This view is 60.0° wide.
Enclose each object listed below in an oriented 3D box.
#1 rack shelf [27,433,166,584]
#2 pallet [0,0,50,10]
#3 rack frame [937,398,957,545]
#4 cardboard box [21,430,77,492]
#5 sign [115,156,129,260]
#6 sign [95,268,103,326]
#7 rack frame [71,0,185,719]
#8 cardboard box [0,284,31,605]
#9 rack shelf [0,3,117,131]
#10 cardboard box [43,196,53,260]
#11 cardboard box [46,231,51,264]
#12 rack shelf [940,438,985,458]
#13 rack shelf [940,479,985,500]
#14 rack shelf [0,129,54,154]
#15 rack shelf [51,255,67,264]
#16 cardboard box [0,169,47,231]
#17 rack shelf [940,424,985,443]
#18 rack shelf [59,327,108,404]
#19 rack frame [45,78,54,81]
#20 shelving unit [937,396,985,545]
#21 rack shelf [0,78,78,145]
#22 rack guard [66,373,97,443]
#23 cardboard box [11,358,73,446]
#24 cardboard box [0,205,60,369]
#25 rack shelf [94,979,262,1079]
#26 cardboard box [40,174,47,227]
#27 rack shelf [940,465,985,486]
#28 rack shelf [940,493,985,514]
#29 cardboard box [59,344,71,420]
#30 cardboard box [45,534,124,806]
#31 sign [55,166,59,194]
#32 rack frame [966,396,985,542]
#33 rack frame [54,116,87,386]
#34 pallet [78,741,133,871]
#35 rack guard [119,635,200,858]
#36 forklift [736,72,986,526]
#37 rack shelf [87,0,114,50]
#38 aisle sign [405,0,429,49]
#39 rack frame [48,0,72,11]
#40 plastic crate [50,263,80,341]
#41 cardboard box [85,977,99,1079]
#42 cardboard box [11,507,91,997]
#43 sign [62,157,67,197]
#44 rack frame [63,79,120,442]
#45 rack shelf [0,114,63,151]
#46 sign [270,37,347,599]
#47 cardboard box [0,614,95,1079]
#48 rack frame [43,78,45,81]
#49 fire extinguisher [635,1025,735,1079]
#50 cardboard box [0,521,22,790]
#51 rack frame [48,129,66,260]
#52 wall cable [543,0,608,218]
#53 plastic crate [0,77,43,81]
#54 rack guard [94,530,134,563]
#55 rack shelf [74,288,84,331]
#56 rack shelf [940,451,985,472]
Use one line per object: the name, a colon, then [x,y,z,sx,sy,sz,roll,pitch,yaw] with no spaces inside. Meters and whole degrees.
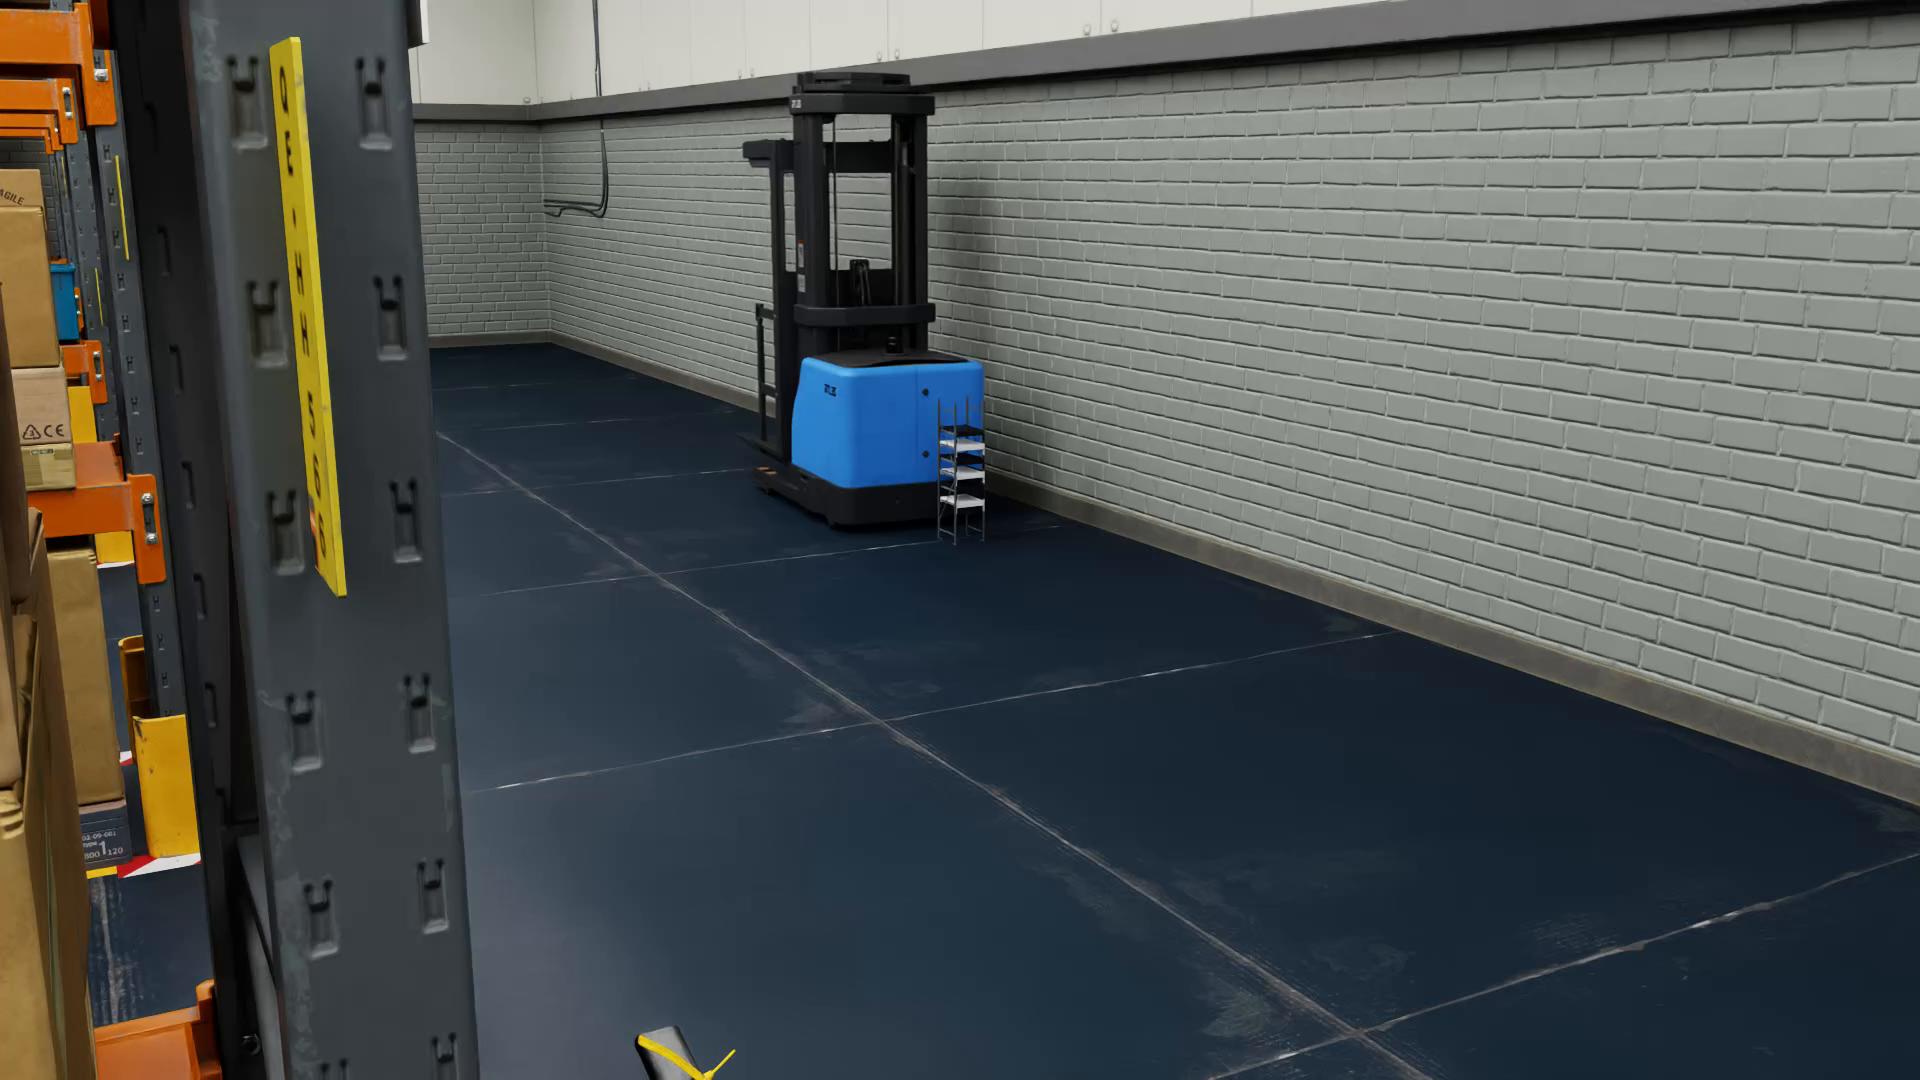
rack shelf: [-4.687,0.072,5.094,4.000,0.370,1.077,-7,14,-28]
pallet: [-3.578,-1.829,5.275,1.213,0.211,1.003,-7,14,-28]
rack frame: [-0.082,-0.429,10.467,0.006,0.900,0.240,-7,14,-28]
cardboard box: [-3.087,-0.265,5.529,0.250,0.149,0.380,-7,14,-27]
sign: [-2.684,-1.063,5.326,0.005,0.325,0.100,-7,14,-28]
sign: [-5.027,-1.419,9.710,0.005,0.325,0.100,-7,14,-28]
rack frame: [-2.932,-0.489,5.950,0.127,3.000,1.000,-7,14,-28]
cardboard box: [-1.165,-0.208,1.519,0.500,0.500,0.500,-7,14,-28]
rack shelf: [-4.687,-1.391,4.765,4.000,0.370,1.077,-7,14,-28]
cardboard box: [-10.495,-3.443,18.395,0.700,0.700,0.980,-6,14,-25]
cardboard box: [-7.938,-2.348,13.981,0.500,0.500,0.500,-6,14,-26]
rack shelf: [0.007,-0.583,10.482,0.200,0.077,0.258,-7,14,-28]
rack shelf: [0.007,-0.320,10.541,0.200,0.077,0.258,-7,14,-28]
rack shelf: [-11.808,-4.255,17.490,4.000,0.370,1.077,-7,14,-28]
rack shelf: [-11.808,-2.791,17.819,4.000,0.370,1.077,-7,14,-28]
cardboard box: [-7.934,-2.835,13.870,0.500,0.500,0.500,-7,14,-28]
rack shelf: [0.007,-0.671,10.462,0.200,0.077,0.258,-7,14,-28]
rack shelf: [-7.061,-0.882,9.335,4.000,0.370,1.077,-7,14,-28]
rack frame: [-7.675,-5.325,13.776,0.127,3.000,1.000,-7,14,-28]
shelving unit: [0.007,-0.440,10.514,0.210,0.900,0.258,-7,14,-28]
rack shelf: [-7.061,-2.345,9.006,4.000,0.370,1.077,-7,14,-28]
rack guard: [-7.742,-1.171,14.674,0.348,0.500,1.175,-7,14,-28]
cardboard box: [-3.230,-0.459,5.480,0.500,0.250,0.500,-7,15,-29]
cardboard box: [-3.234,-0.825,5.399,0.500,0.500,0.500,-7,14,-27]
rack shelf: [-2.400,1.039,0.800,4.000,0.370,1.077,-7,14,-28]
cardboard box: [-8.191,-2.939,14.332,0.500,0.500,0.500,-6,14,-26]
rack shelf: [0.007,-0.407,10.521,0.200,0.077,0.258,-7,14,-28]
rack shelf: [0.007,-0.232,10.561,0.200,0.077,0.258,-7,14,-28]
cardboard box: [-3.483,-0.562,5.941,0.500,0.250,0.500,-7,15,-29]
cardboard box: [-3.455,0.425,5.769,0.875,0.875,0.875,-7,14,-28]
sign: [-9.804,-3.927,18.051,0.005,0.325,0.100,-7,14,-28]
rack frame: [0.096,-0.451,10.562,0.006,0.900,0.240,-7,14,-28]
rack frame: [-7.675,-2.398,14.435,0.127,3.000,1.000,-7,14,-28]
pallet: [-3.596,0.971,5.815,1.213,0.211,1.003,-7,14,-28]
rack guard: [-2.911,0.728,6.236,0.348,0.500,1.175,-7,14,-28]
forklift: [-0.885,-1.799,11.929,1.130,2.935,3.031,-6,14,-23]
rack shelf: [-2.400,-0.425,0.470,4.000,0.370,1.077,-7,14,-28]
aisle sign: [-0.436,-0.741,1.147,0.004,0.787,0.394,-7,14,-28]
rack frame: [-5.305,-4.370,9.533,0.127,3.000,1.000,-7,14,-28]
plastic crate: [-5.510,-1.419,9.864,0.499,0.435,0.616,-7,14,-28]
cardboard box: [-1.085,0.571,1.812,0.250,0.149,0.380,-7,14,-28]
cardboard box: [-1.171,0.278,1.638,0.500,0.500,0.500,-6,14,-25]
sign: [-7.427,-3.008,13.788,0.005,0.325,0.100,-7,14,-28]
rack frame: [-5.305,-1.443,10.191,0.127,3.000,1.000,-7,14,-28]
rack shelf: [-9.431,-3.300,13.249,4.000,0.370,1.077,-7,14,-28]
sign: [-0.396,-0.132,1.009,0.005,0.325,0.100,-7,14,-28]
cardboard box: [-0.915,0.380,1.181,0.500,0.500,0.500,-7,14,-27]
rack frame: [-10.052,-6.279,18.016,0.127,3.000,1.000,-7,14,-28]
fire extinguisher: [-0.202,0.760,1.427,0.183,0.674,0.296,-7,14,-28]
cardboard box: [-0.927,-0.108,1.075,0.500,0.500,0.500,-7,15,-29]
rack frame: [-10.052,-3.353,18.675,0.127,3.000,1.000,-7,14,-28]
wall cable: [-4.916,-5.291,20.695,0.112,2.526,3.097,-7,14,-28]
plastic crate: [-5.777,-2.856,9.935,0.590,0.269,0.497,-7,14,-28]
rack guard: [-5.290,-0.229,10.488,0.348,0.500,1.175,-7,14,-28]
rack shelf: [-9.431,-1.837,13.579,4.000,0.370,1.077,-7,14,-28]
rack shelf: [0.007,-0.495,10.502,0.200,0.077,0.258,-7,14,-28]
